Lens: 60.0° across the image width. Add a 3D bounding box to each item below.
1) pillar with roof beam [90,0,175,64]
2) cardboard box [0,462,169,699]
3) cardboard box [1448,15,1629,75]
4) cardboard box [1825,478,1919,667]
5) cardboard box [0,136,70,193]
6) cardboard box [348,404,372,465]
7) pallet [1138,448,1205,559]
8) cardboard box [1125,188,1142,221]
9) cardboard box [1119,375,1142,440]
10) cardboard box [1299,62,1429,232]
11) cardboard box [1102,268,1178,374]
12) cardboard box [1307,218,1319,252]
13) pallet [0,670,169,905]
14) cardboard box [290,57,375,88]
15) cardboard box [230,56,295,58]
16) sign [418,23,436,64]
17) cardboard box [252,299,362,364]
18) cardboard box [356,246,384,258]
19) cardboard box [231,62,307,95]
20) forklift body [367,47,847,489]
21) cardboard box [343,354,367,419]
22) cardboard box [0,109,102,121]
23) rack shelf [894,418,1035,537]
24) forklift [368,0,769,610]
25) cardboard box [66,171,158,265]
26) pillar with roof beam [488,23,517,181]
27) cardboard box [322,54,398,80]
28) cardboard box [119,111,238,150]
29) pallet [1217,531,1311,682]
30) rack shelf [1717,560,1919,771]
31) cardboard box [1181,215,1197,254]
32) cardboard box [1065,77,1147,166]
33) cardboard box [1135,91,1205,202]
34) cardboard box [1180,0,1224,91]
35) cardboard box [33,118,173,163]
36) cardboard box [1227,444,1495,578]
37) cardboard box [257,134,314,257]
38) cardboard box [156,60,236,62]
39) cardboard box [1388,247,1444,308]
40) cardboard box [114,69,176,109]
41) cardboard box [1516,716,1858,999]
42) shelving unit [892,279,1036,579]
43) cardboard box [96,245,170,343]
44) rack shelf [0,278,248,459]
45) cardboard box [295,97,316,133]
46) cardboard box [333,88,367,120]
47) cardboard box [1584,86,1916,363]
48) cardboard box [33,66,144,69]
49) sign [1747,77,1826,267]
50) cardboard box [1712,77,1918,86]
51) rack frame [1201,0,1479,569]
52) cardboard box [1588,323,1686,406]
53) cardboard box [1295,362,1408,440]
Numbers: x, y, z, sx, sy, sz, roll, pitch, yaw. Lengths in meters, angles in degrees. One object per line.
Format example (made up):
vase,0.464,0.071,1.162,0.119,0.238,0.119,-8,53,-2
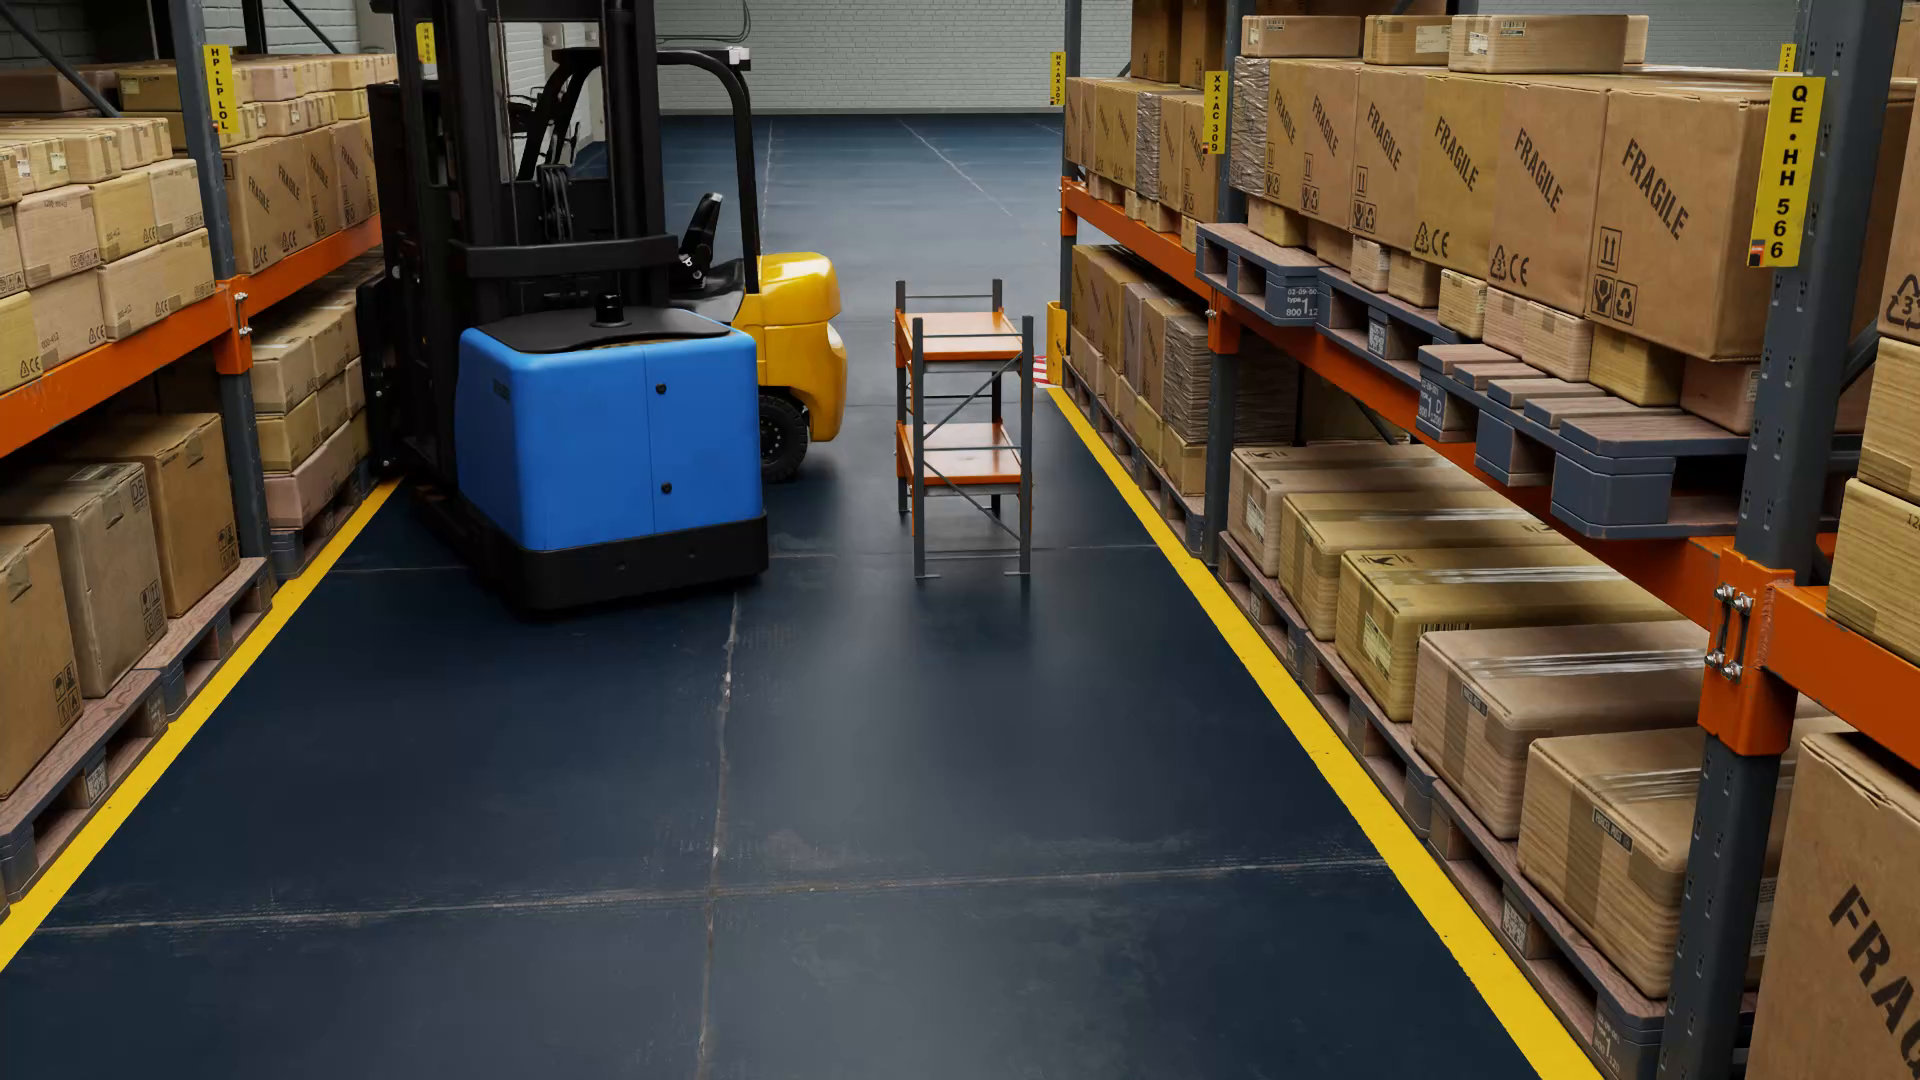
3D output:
pillar with roof beam,-0.315,-5.136,9.014,9.100,9.000,0.400,-2,18,-6
cardboard box,-3.223,0.135,5.504,0.875,0.625,0.625,-2,18,-6
cardboard box,1.540,-1.326,4.444,0.380,0.149,0.250,-3,18,-8
cardboard box,1.790,0.078,2.672,0.500,0.250,0.500,-2,18,-7
cardboard box,-2.963,-1.142,5.056,0.380,0.149,0.250,-2,18,-7
cardboard box,-3.217,-0.531,8.250,0.500,0.250,0.500,-1,17,-5
pallet,1.472,-0.208,7.986,1.003,0.211,1.213,-2,18,-6
cardboard box,1.073,-1.761,8.697,0.380,0.149,0.250,-2,18,-5
cardboard box,1.136,-0.705,8.806,0.500,0.250,0.500,-2,17,-5
cardboard box,1.430,-1.284,5.393,0.500,0.500,0.500,-2,18,-6
cardboard box,1.077,-1.216,9.179,0.500,0.500,0.500,-1,17,-5
cardboard box,1.442,-1.088,5.854,0.380,0.149,0.250,-1,17,-2
pallet,-3.116,0.728,5.004,1.003,0.211,1.213,-2,18,-6
cardboard box,-3.327,-2.475,8.806,0.380,0.149,0.250,-1,17,-4
cardboard box,-3.916,-2.612,9.241,0.380,0.149,0.250,-1,17,-5
sign,-3.231,-3.054,10.070,0.100,0.325,0.005,-2,18,-6
cardboard box,-3.203,-1.005,8.089,0.500,0.250,0.500,-1,17,-4
cardboard box,-3.415,-1.614,10.031,0.500,0.250,0.500,-1,17,-4
cardboard box,-3.309,-2.169,7.832,0.380,0.149,0.250,-2,18,-6
forklift body,-1.762,-1.463,8.746,2.313,2.155,1.214,-2,18,-6
cardboard box,-3.197,-0.765,8.162,0.500,0.250,0.500,-2,18,-6
cardboard box,-3.649,-1.630,6.610,0.380,0.149,0.250,-2,18,-6
rack shelf,0.001,-0.301,7.575,0.538,0.278,1.000,-2,18,-6
forklift,-1.997,-1.512,7.600,1.130,2.935,3.031,-10,20,-29
cardboard box,-2.995,-1.060,5.462,0.500,0.250,0.500,-2,18,-7
pillar with roof beam,-1.553,-8.712,20.402,9.100,9.000,0.400,-2,18,-6
cardboard box,-3.526,-2.775,9.763,0.380,0.149,0.250,-2,18,-5
cardboard box,-3.131,-1.645,6.659,0.380,0.149,0.250,-2,18,-7
pallet,1.659,0.223,6.614,1.003,0.211,1.213,-2,18,-6
rack shelf,2.196,0.792,1.348,1.077,0.370,4.000,-2,18,-6
cardboard box,1.208,-1.380,7.483,0.380,0.149,0.250,-1,17,-4
cardboard box,0.937,-2.571,10.194,0.500,0.500,0.500,-2,18,-6
cardboard box,1.166,-1.961,8.252,0.500,0.500,0.500,-1,17,-4
cardboard box,1.547,-2.599,8.616,0.700,0.500,0.500,-2,18,-6
cardboard box,-3.104,-1.447,6.028,0.380,0.149,0.250,-1,17,-4
cardboard box,1.633,-0.130,6.768,0.950,0.372,0.625,-2,17,-5
cardboard box,-3.216,-1.527,7.367,0.500,0.500,0.500,-1,17,-5
cardboard box,-3.819,-2.307,8.272,0.380,0.149,0.250,-2,18,-5
cardboard box,1.483,-0.777,4.864,0.380,0.149,0.250,-2,18,-7
cardboard box,-3.232,-1.862,6.855,0.380,0.149,0.250,-2,17,-5
cardboard box,1.941,0.737,4.006,0.950,0.372,0.625,-3,18,-9
shelving unit,0.001,-0.535,7.502,0.538,1.125,1.048,-2,18,-6
cardboard box,-2.990,-0.821,5.536,0.500,0.250,0.500,-2,18,-6
rack shelf,-3.154,-0.246,4.652,1.077,0.370,4.000,-2,18,-6
cardboard box,-3.191,-1.953,7.639,0.380,0.149,0.250,-2,18,-6
cardboard box,-3.301,-2.257,8.610,0.380,0.149,0.250,-2,18,-5
cardboard box,1.666,-0.664,3.420,0.500,0.500,0.500,-2,18,-7
cardboard box,-3.807,-1.997,7.283,0.380,0.149,0.250,-2,18,-7
sign,1.451,-0.642,2.915,0.100,0.325,0.005,-2,18,-6
cardboard box,2.112,-0.834,3.960,0.500,0.500,0.500,-1,17,-3
rack frame,1.577,-1.339,6.935,1.000,3.000,0.127,-2,18,-6
cardboard box,1.622,-0.396,3.649,0.380,0.149,0.250,-2,17,-5
cardboard box,1.785,-0.769,7.758,0.500,0.500,0.500,-1,17,-3
